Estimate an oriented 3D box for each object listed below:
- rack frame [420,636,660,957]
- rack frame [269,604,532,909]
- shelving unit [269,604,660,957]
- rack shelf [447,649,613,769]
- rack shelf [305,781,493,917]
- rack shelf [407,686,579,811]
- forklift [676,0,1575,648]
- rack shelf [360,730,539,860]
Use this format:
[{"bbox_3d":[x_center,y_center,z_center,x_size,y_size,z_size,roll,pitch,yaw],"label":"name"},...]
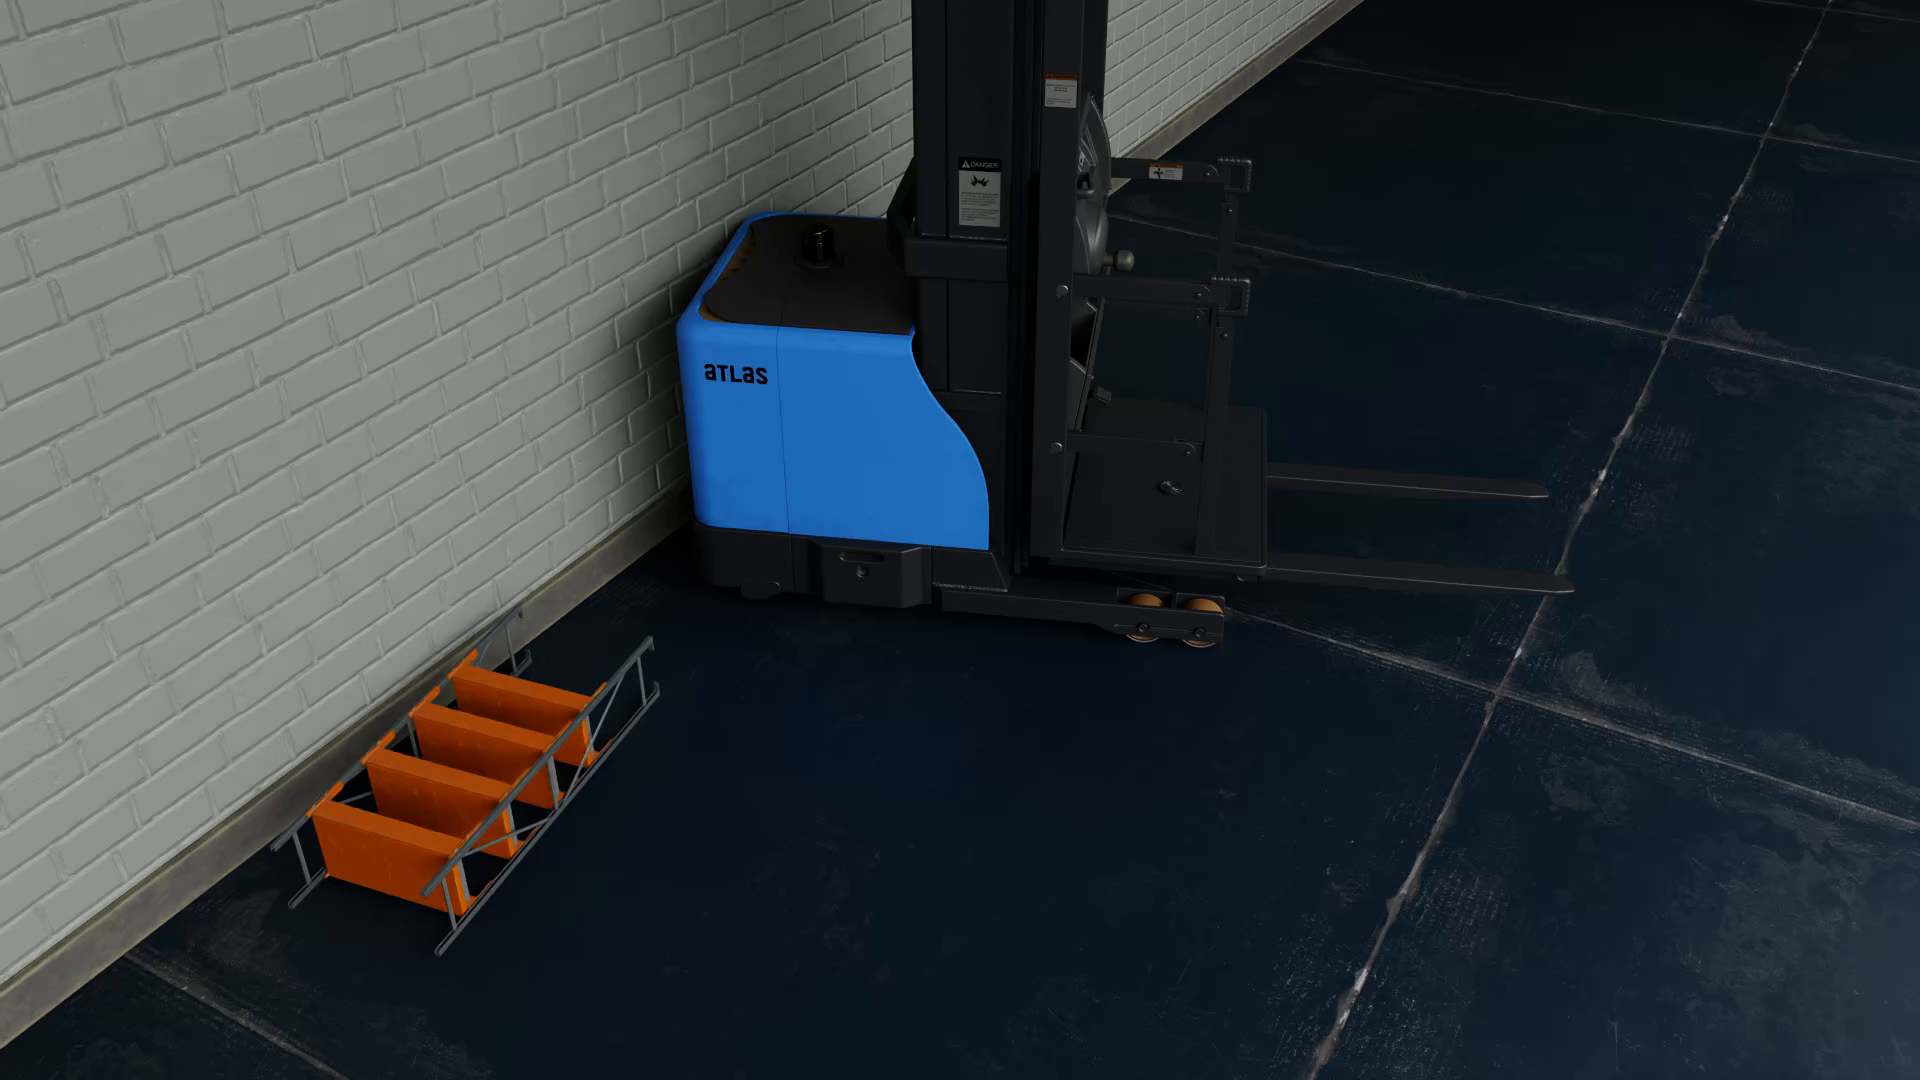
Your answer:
[{"bbox_3d":[-1.202,0.717,4.908,0.015,0.240,1.200,12,35,17],"label":"rack frame"},{"bbox_3d":[-1.658,0.621,5.052,0.015,0.240,1.200,12,35,17],"label":"rack frame"},{"bbox_3d":[-1.430,0.669,4.980,0.503,0.258,1.200,12,35,17],"label":"shelving unit"},{"bbox_3d":[-1.335,0.531,5.187,0.480,0.258,0.148,12,35,17],"label":"rack shelf"},{"bbox_3d":[-1.570,0.873,4.674,0.480,0.258,0.148,12,35,17],"label":"rack shelf"},{"bbox_3d":[-1.406,0.634,5.032,0.480,0.258,0.148,12,35,17],"label":"rack shelf"},{"bbox_3d":[0.619,-1.168,5.360,3.031,2.935,1.130,5,34,7],"label":"forklift"},{"bbox_3d":[-1.485,0.750,4.858,0.480,0.258,0.148,12,35,17],"label":"rack shelf"}]
